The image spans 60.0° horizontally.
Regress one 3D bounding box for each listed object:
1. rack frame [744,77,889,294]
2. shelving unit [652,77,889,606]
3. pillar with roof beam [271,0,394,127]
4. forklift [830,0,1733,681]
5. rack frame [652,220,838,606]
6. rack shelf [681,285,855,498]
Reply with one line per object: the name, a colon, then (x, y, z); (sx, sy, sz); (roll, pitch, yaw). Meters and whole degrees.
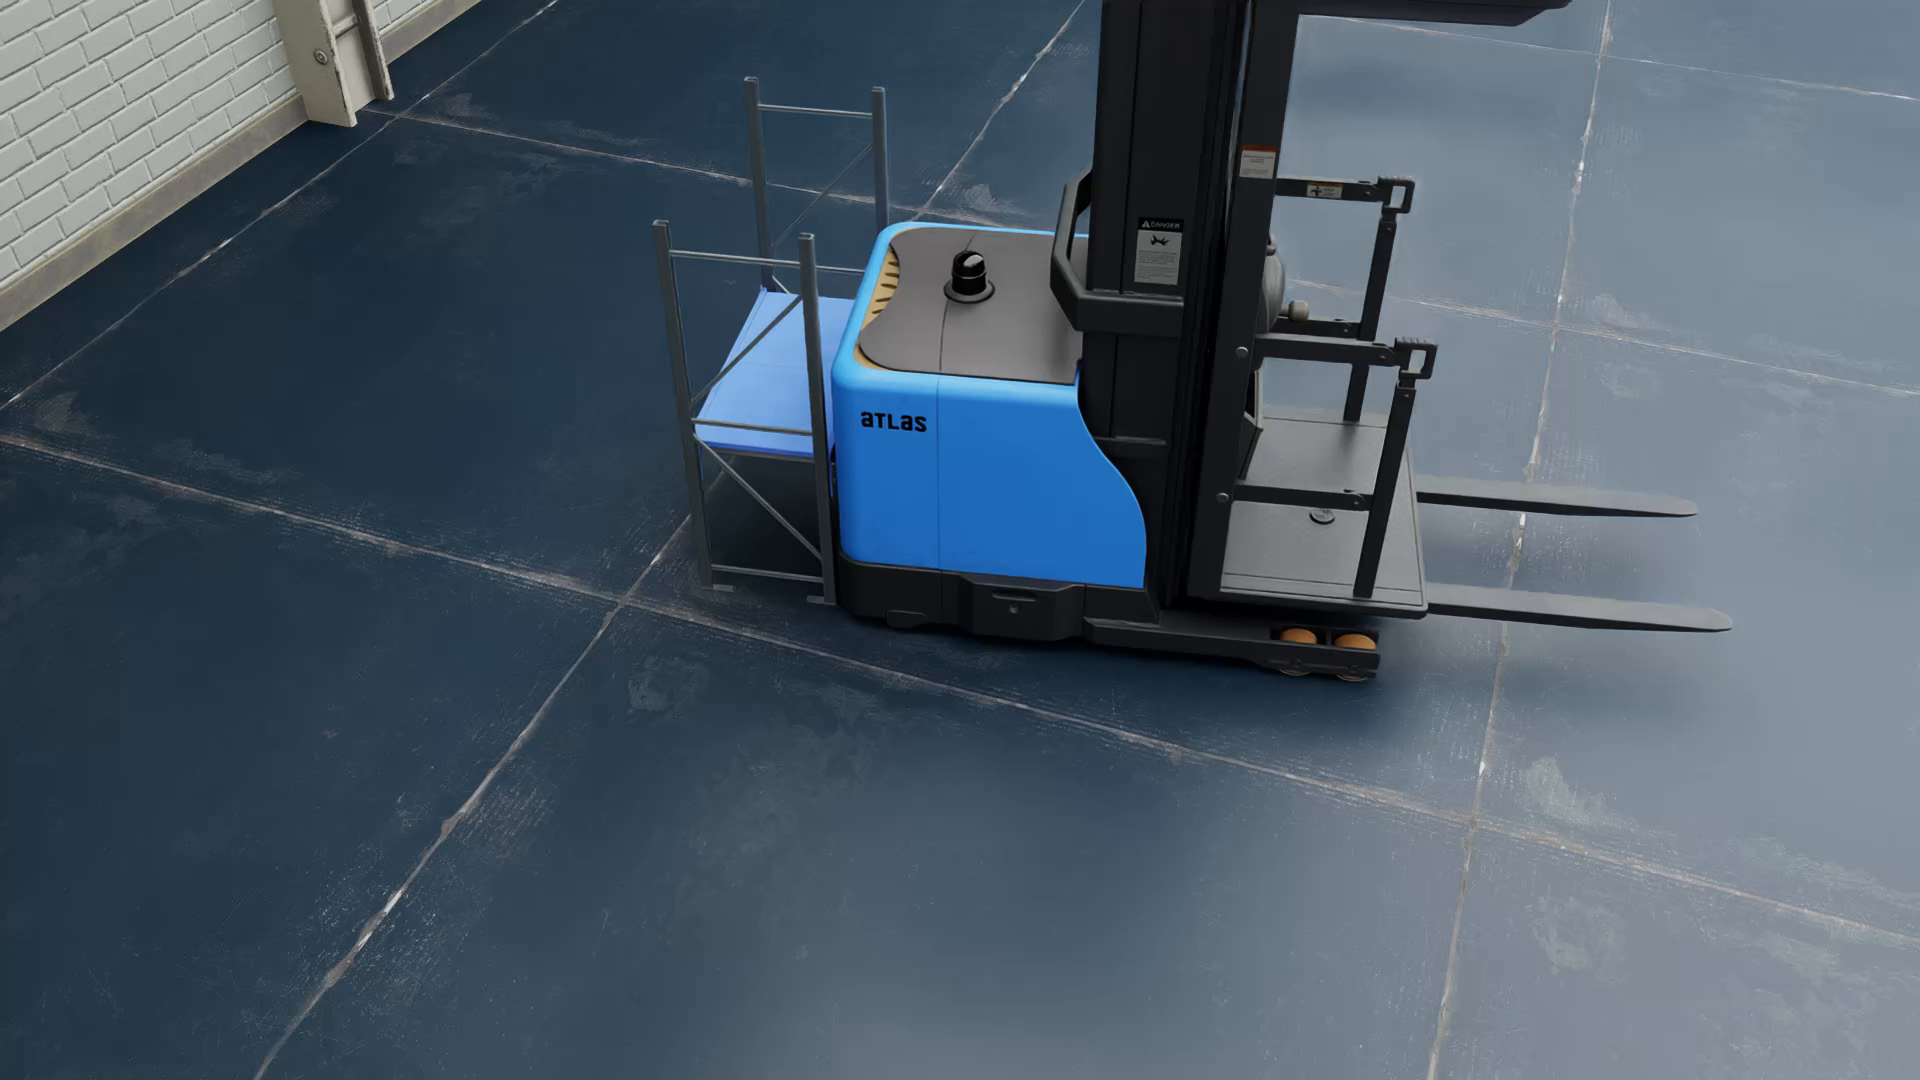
rack frame: (-0.509, -1.021, 6.291); (0.500, 1.500, 0.032); (7, 41, 8)
shelving unit: (-0.599, -0.697, 5.911); (0.538, 1.500, 1.048); (7, 41, 8)
pillar with roof beam: (0.743, -4.810, 4.954); (9.100, 9.000, 0.400); (13, 42, 15)
forklift: (1.134, -1.002, 5.167); (3.031, 2.935, 1.130); (5, 41, 6)
rack frame: (-0.689, -0.372, 5.530); (0.500, 1.500, 0.032); (7, 41, 8)
rack shelf: (-0.599, -0.560, 6.027); (0.538, 0.185, 1.000); (7, 41, 8)
